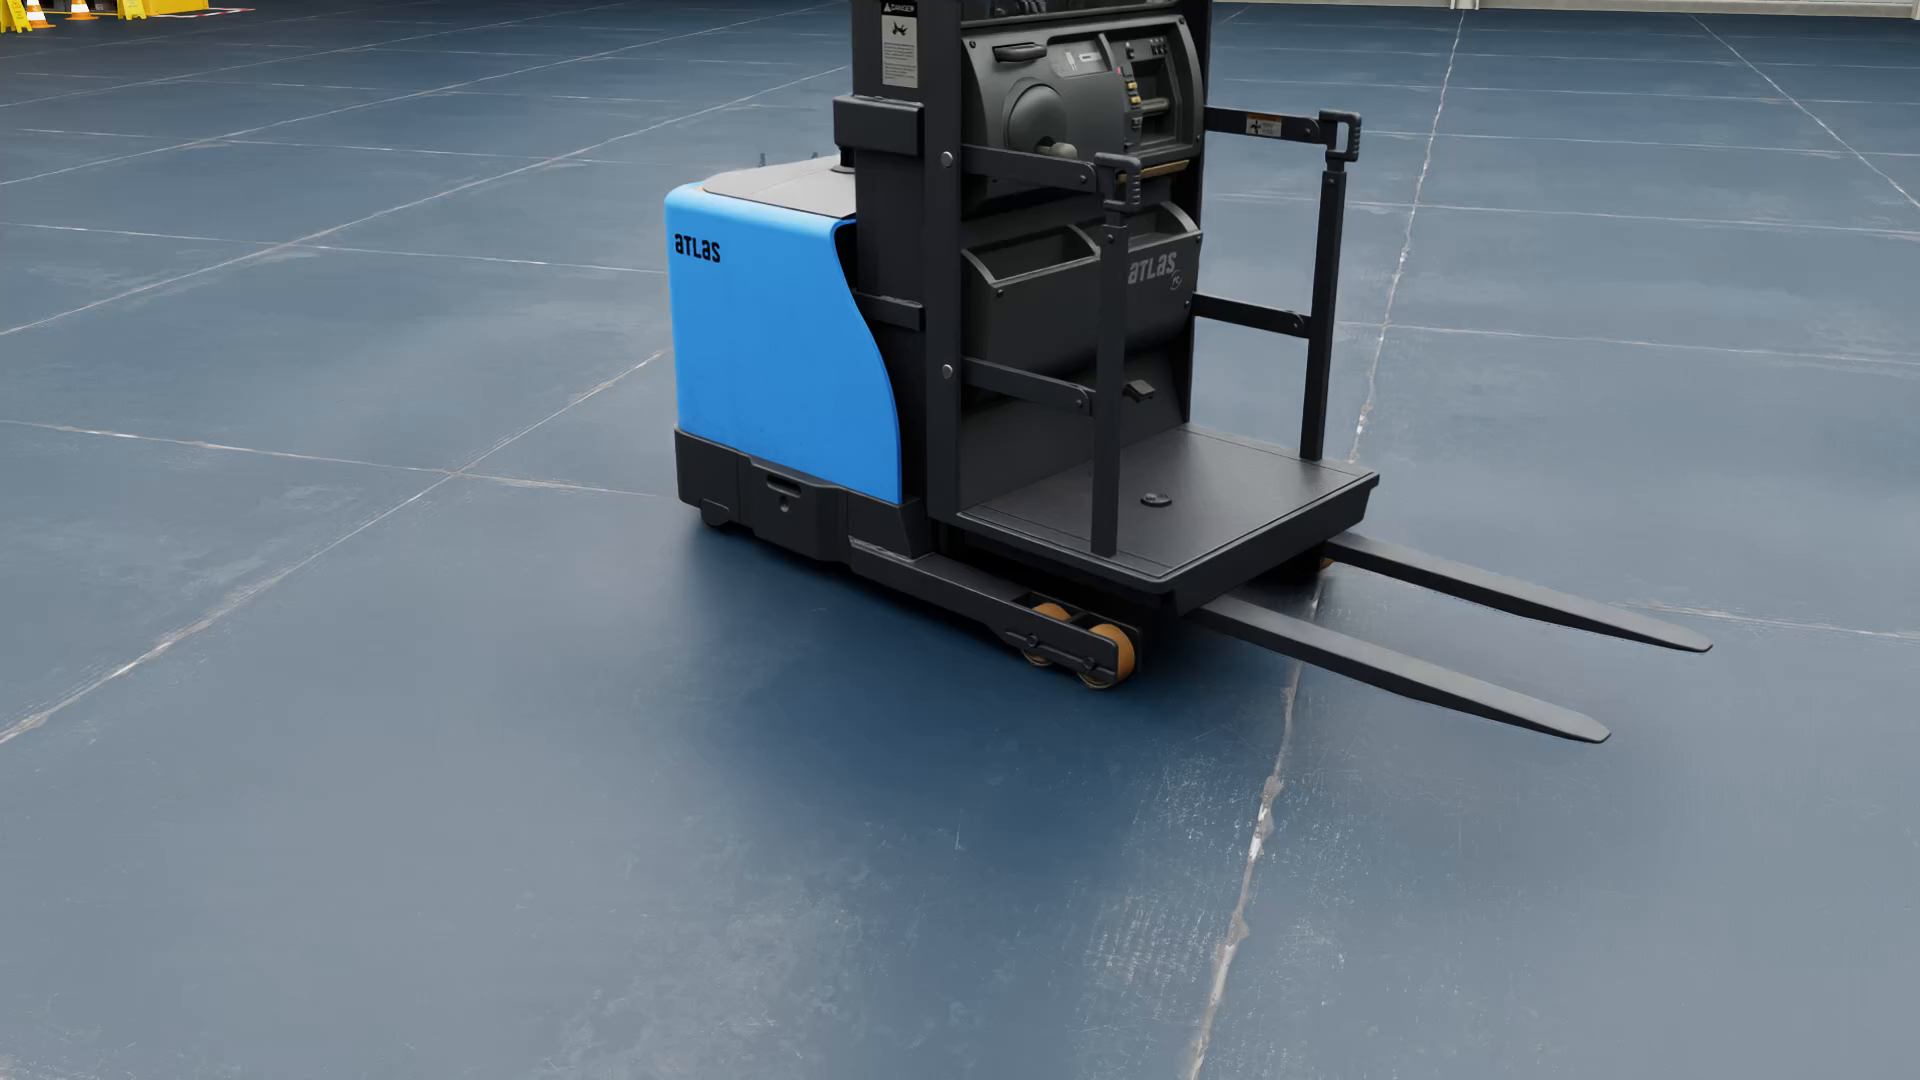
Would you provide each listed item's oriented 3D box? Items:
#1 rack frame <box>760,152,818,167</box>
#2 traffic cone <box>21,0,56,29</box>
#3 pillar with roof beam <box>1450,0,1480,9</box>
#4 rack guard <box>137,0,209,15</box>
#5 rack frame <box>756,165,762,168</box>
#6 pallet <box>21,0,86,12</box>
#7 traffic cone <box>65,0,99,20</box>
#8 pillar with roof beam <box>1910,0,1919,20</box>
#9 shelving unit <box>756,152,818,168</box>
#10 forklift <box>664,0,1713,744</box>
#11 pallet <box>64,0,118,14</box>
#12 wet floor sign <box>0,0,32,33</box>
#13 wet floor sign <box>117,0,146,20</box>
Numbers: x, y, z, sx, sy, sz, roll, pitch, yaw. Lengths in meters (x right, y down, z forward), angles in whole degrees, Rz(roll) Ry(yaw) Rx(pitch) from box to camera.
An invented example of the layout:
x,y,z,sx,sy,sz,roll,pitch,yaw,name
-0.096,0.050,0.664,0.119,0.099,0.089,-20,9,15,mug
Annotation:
x,y,z,sx,sy,sz,roll,pitch,yaw,name
-0.596,-0.865,5.995,0.200,1.050,0.008,-1,22,-3,rack frame
-11.778,-6.767,21.159,0.334,0.463,0.336,7,23,16,traffic cone
6.015,-10.249,18.399,0.400,9.000,9.100,7,23,16,pillar with roof beam
-11.071,-7.655,23.274,0.348,0.500,1.175,7,23,16,rack guard
-0.582,-0.772,5.770,0.200,1.050,0.008,-1,22,-3,rack frame
-13.003,-7.758,23.905,1.213,0.211,1.003,7,23,16,pallet
-11.783,-7.208,22.233,0.334,0.463,0.336,7,23,16,traffic cone
11.759,-9.591,16.795,0.400,9.000,9.100,7,23,16,pillar with roof beam
-0.589,-0.819,5.882,0.215,1.050,0.252,-1,22,-3,shelving unit
0.504,-1.193,4.316,3.031,2.935,1.130,19,29,39,forklift
-11.839,-7.623,23.577,1.213,0.211,1.003,7,23,16,pallet
-11.732,-6.621,20.560,0.232,0.644,0.267,3,22,6,wet floor sign
-11.126,-7.304,22.227,0.232,0.644,0.267,16,27,34,wet floor sign
